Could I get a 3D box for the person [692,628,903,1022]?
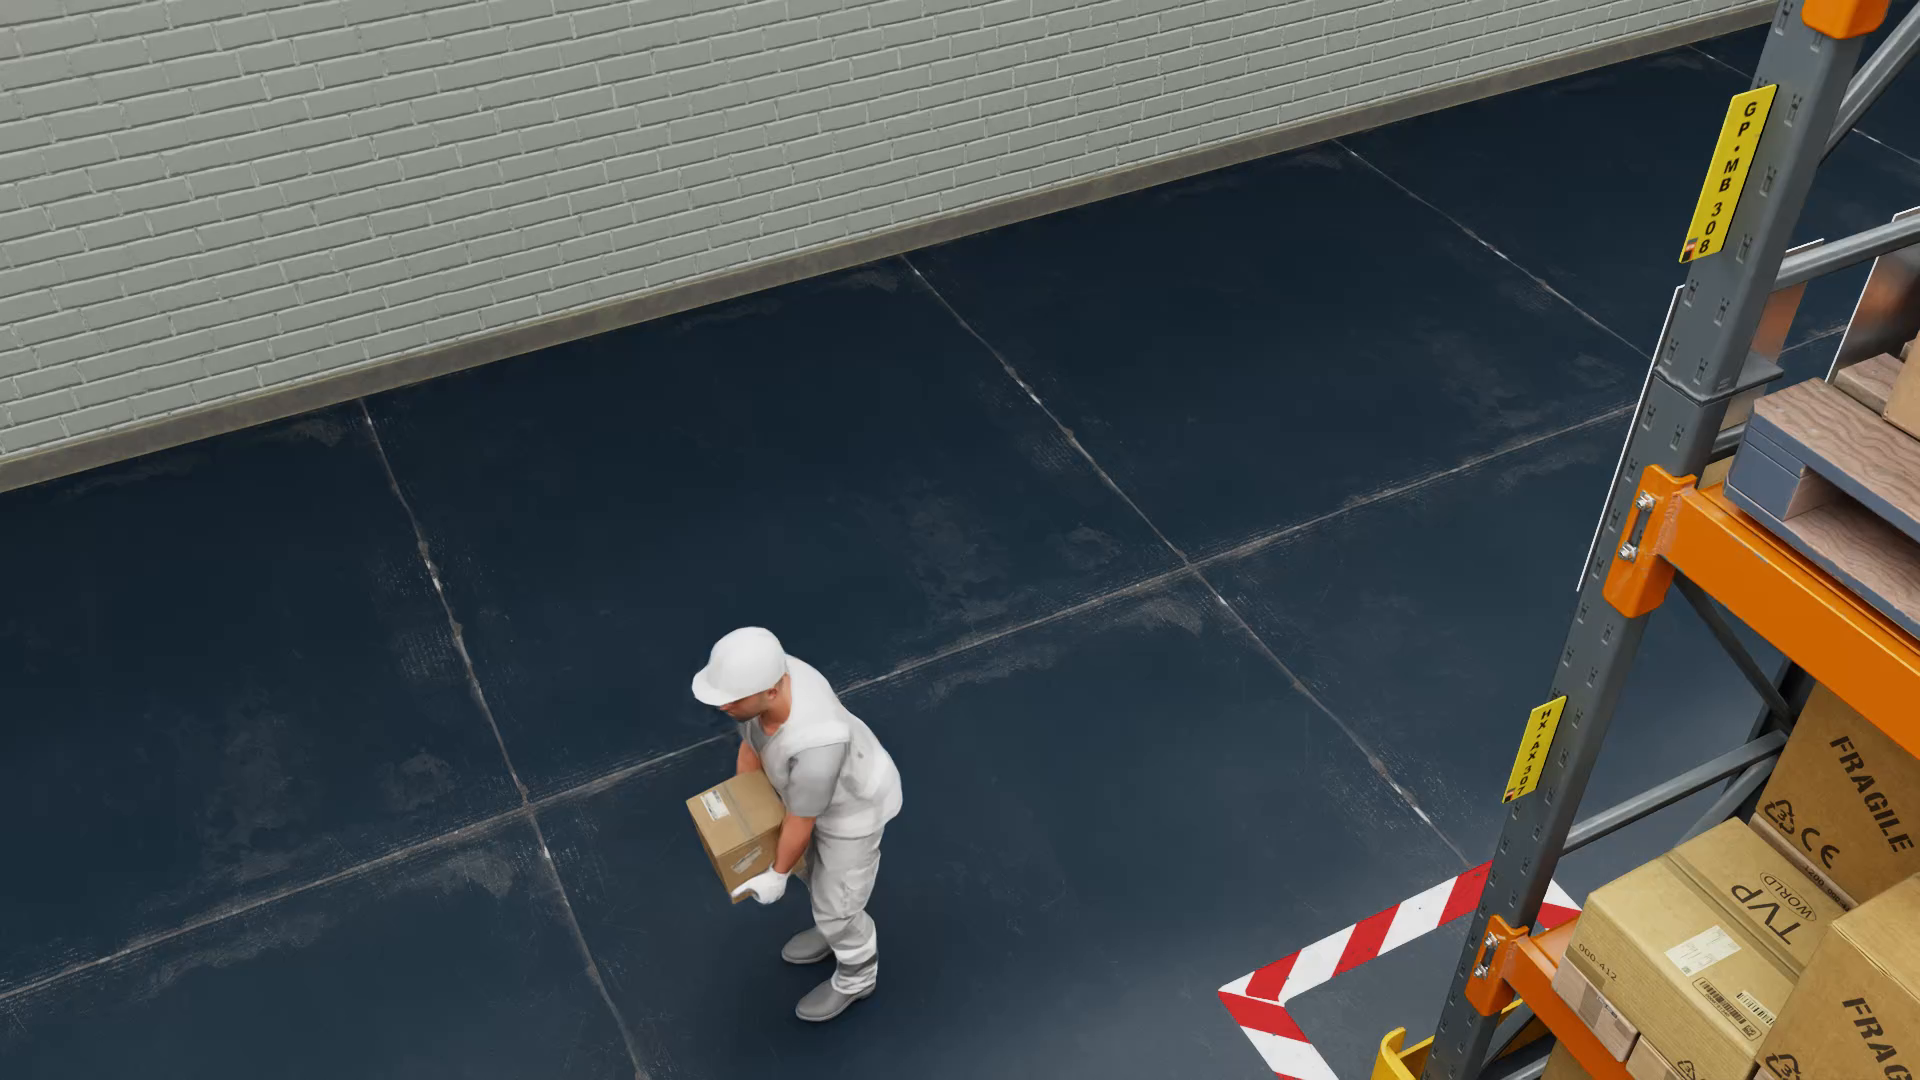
[{"bbox_3d":[-0.482,0.875,5.177,0.602,1.725,0.485,-20,45,-21],"label":"person"}]
